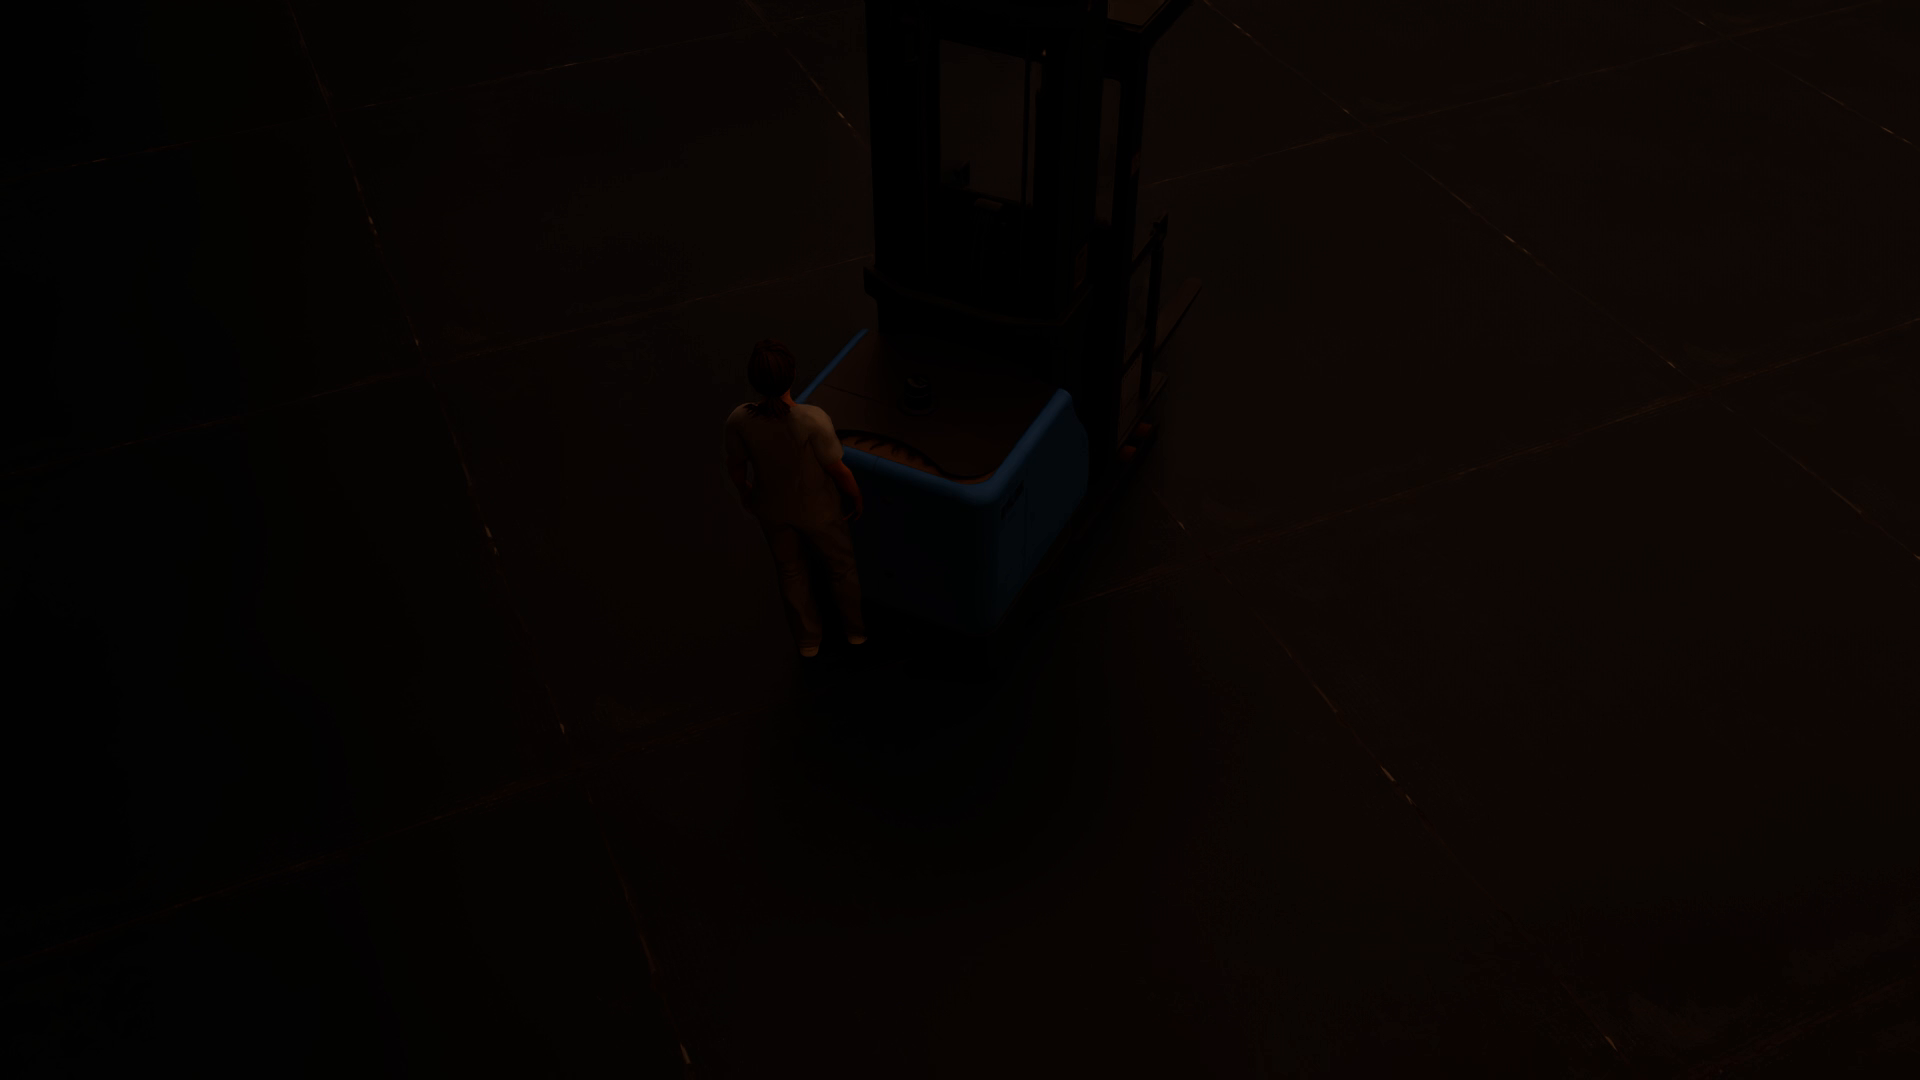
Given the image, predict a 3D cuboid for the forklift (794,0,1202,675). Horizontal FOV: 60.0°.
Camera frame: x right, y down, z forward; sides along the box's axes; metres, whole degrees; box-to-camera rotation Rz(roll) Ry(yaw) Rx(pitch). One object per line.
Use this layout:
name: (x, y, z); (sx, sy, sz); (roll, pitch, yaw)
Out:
forklift: (0.333, -1.499, 7.286); (1.130, 2.935, 3.031); (19, 46, 19)

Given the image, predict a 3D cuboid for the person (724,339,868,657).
person: (-0.635, -0.191, 6.794); (0.550, 1.673, 0.532); (8, 44, 8)
